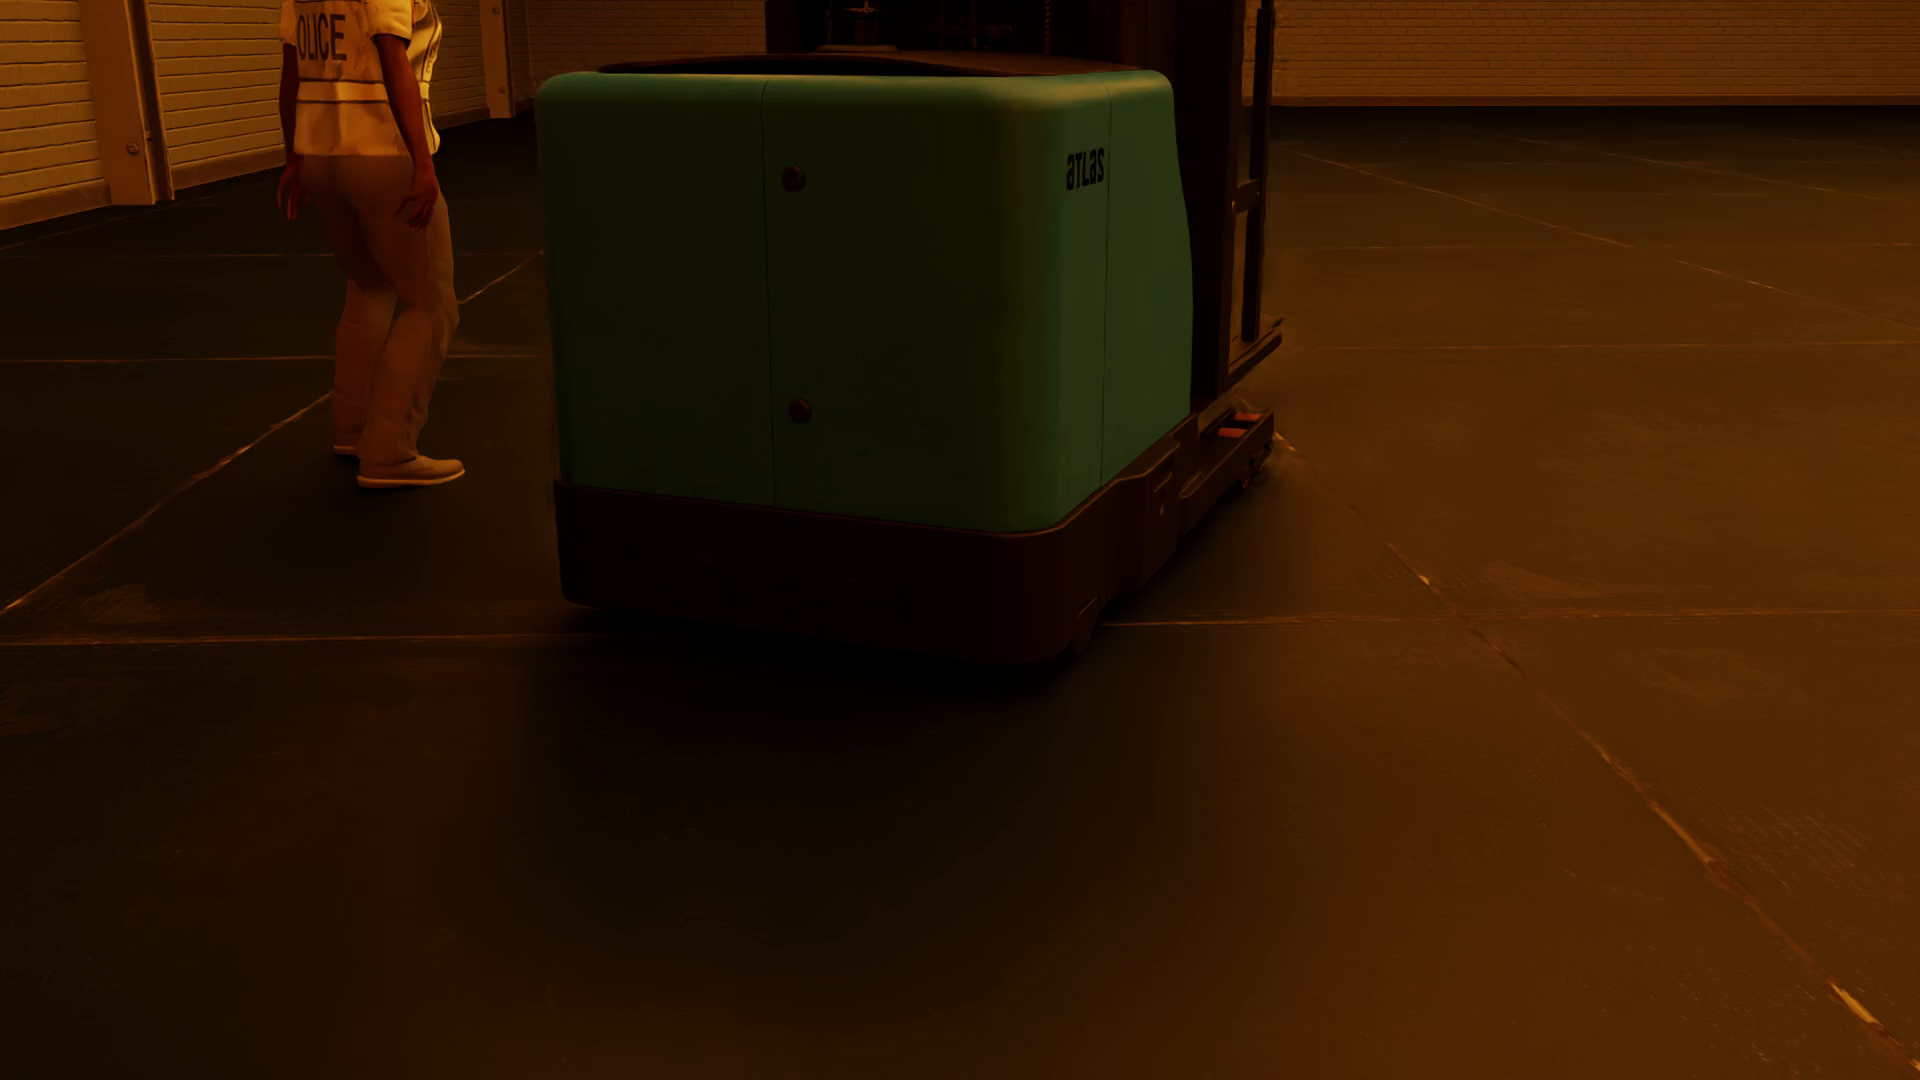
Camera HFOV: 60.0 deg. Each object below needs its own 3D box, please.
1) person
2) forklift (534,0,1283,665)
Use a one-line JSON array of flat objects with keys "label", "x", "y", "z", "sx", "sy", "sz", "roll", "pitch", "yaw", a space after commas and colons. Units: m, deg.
[{"label": "person", "x": -1.528, "y": -0.965, "z": 4.319, "sx": 0.791, "sy": 1.631, "sz": 0.411, "roll": 14, "pitch": 22, "yaw": 38}, {"label": "forklift", "x": 0.215, "y": -1.570, "z": 4.040, "sx": 1.130, "sy": 2.935, "sz": 3.031, "roll": 7, "pitch": 18, "yaw": 21}]
